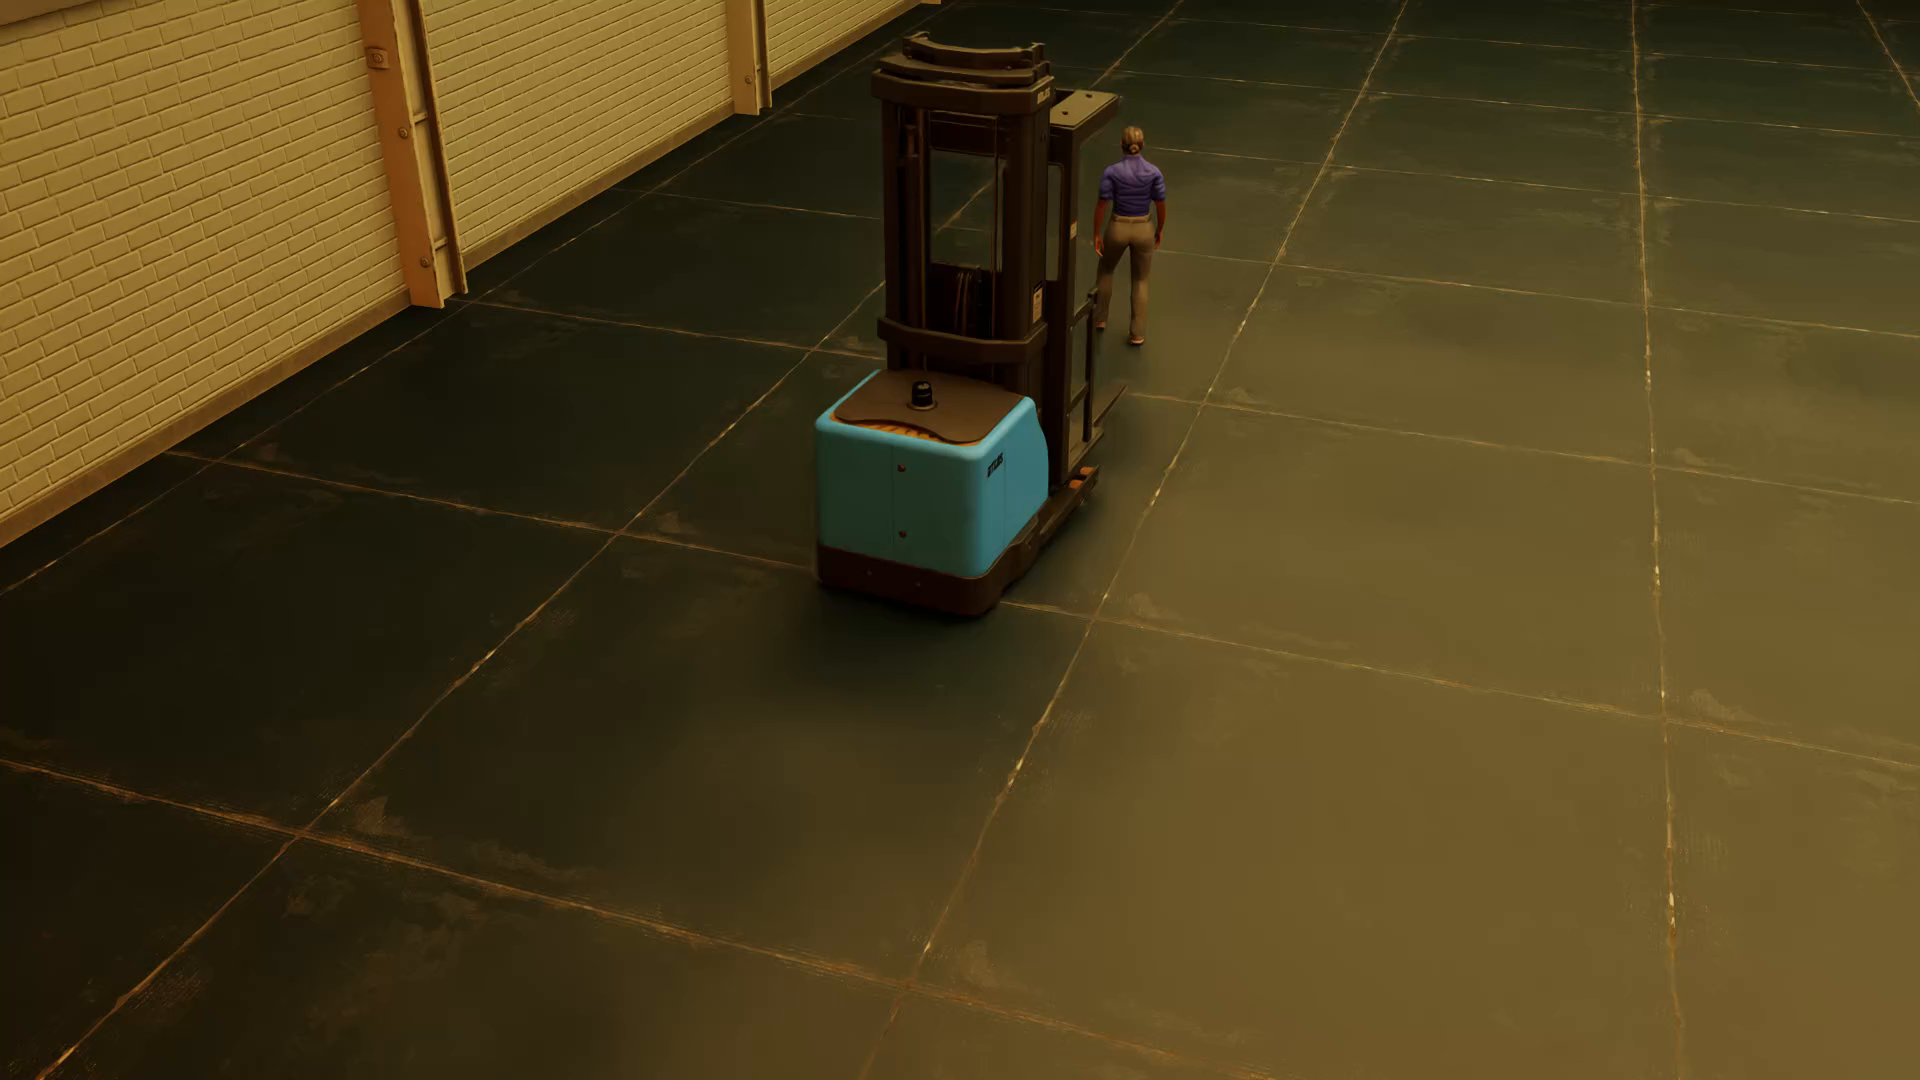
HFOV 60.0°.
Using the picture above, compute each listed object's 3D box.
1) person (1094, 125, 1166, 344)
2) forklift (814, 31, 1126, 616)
[{"bbox_3d":[1.259,-2.292,12.525,0.553,1.702,0.502,1,30,2],"label":"person"},{"bbox_3d":[0.239,-1.565,9.882,1.130,2.935,3.031,12,32,21],"label":"forklift"}]
